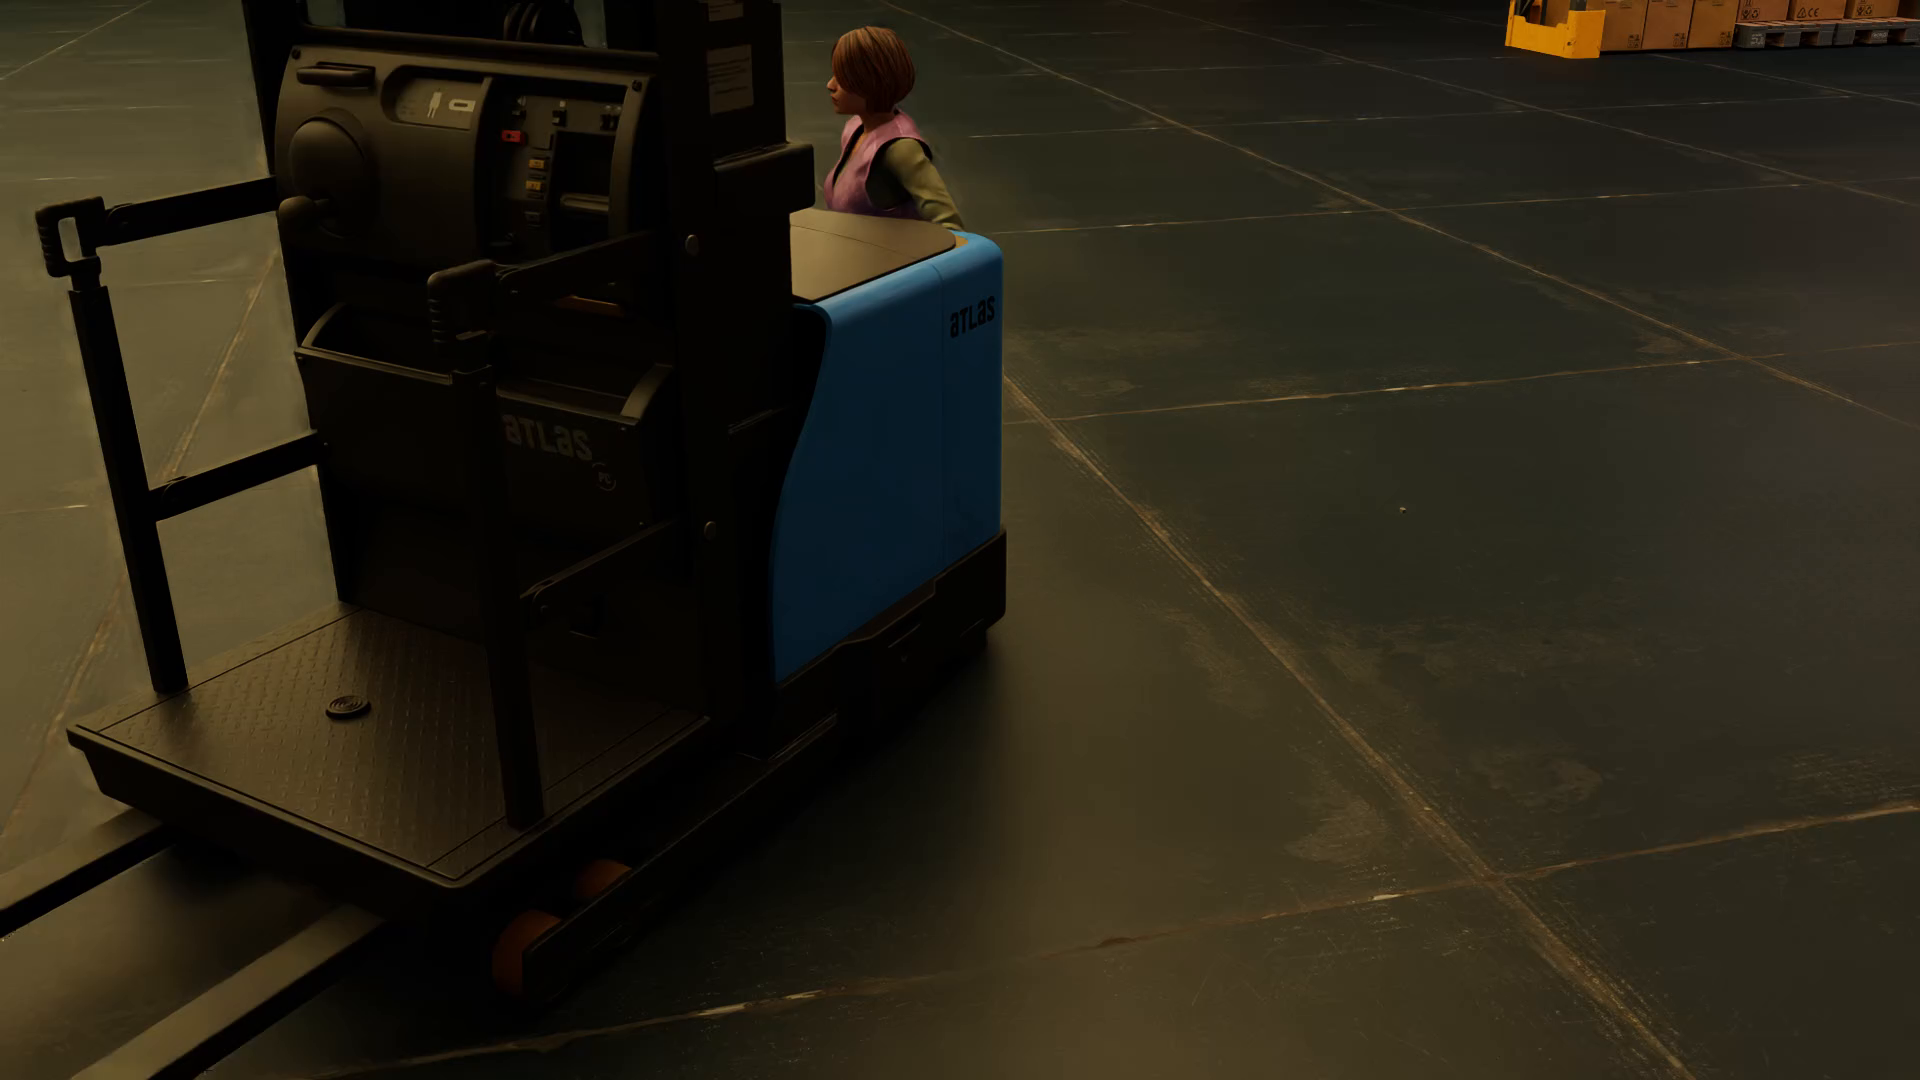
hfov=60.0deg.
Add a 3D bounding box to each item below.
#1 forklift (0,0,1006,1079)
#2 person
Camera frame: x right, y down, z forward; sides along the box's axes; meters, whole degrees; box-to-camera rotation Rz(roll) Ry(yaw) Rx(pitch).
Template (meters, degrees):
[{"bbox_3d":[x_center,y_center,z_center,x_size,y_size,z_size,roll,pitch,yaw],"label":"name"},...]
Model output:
[{"bbox_3d":[-1.062,-0.704,2.964,1.130,2.935,3.031,13,26,28],"label":"forklift"},{"bbox_3d":[-0.416,-0.604,4.516,0.737,1.524,0.754,-6,24,-14],"label":"person"}]
